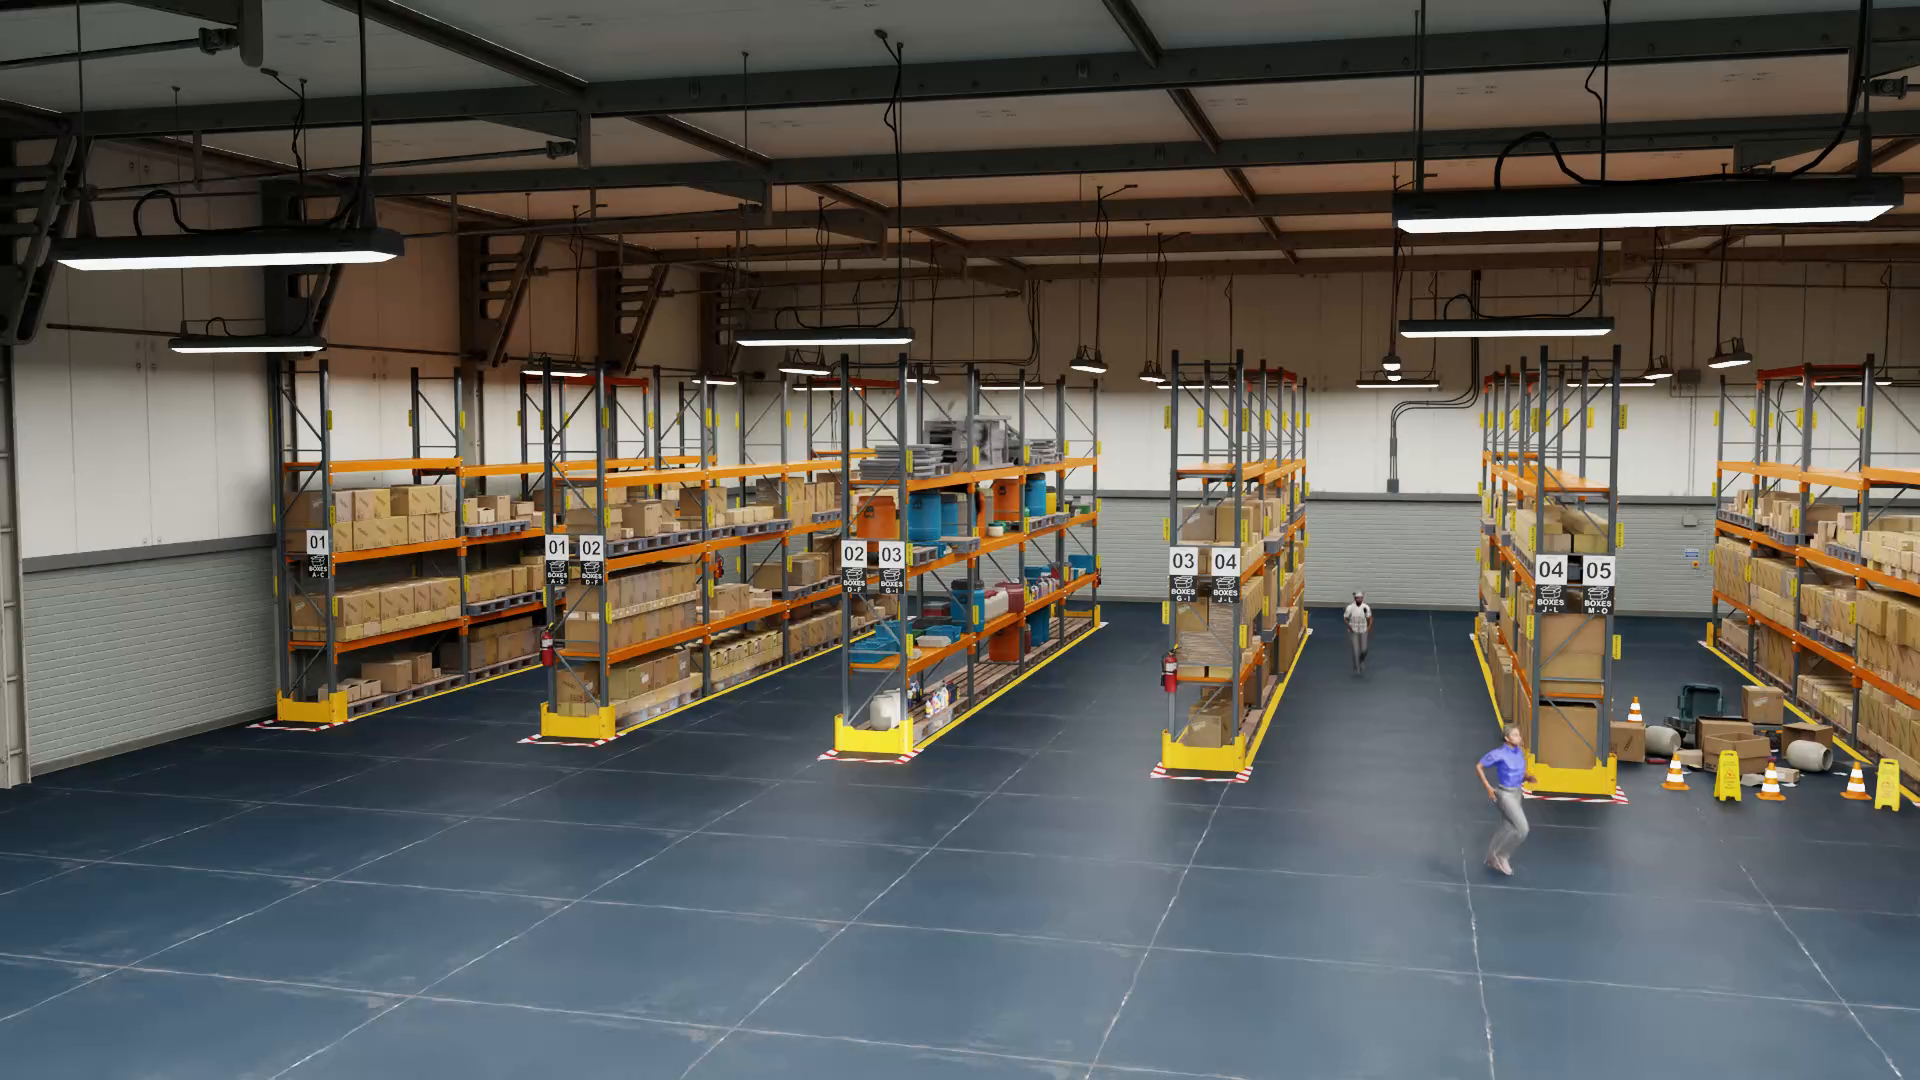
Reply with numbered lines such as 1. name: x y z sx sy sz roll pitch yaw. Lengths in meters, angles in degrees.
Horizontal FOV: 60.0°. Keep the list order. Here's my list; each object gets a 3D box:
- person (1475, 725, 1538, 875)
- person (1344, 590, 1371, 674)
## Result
1. person: 6.073 2.861 18.320 0.561 1.638 0.627 -4 6 -43
2. person: 7.848 1.813 32.821 0.553 1.661 0.467 1 4 7
